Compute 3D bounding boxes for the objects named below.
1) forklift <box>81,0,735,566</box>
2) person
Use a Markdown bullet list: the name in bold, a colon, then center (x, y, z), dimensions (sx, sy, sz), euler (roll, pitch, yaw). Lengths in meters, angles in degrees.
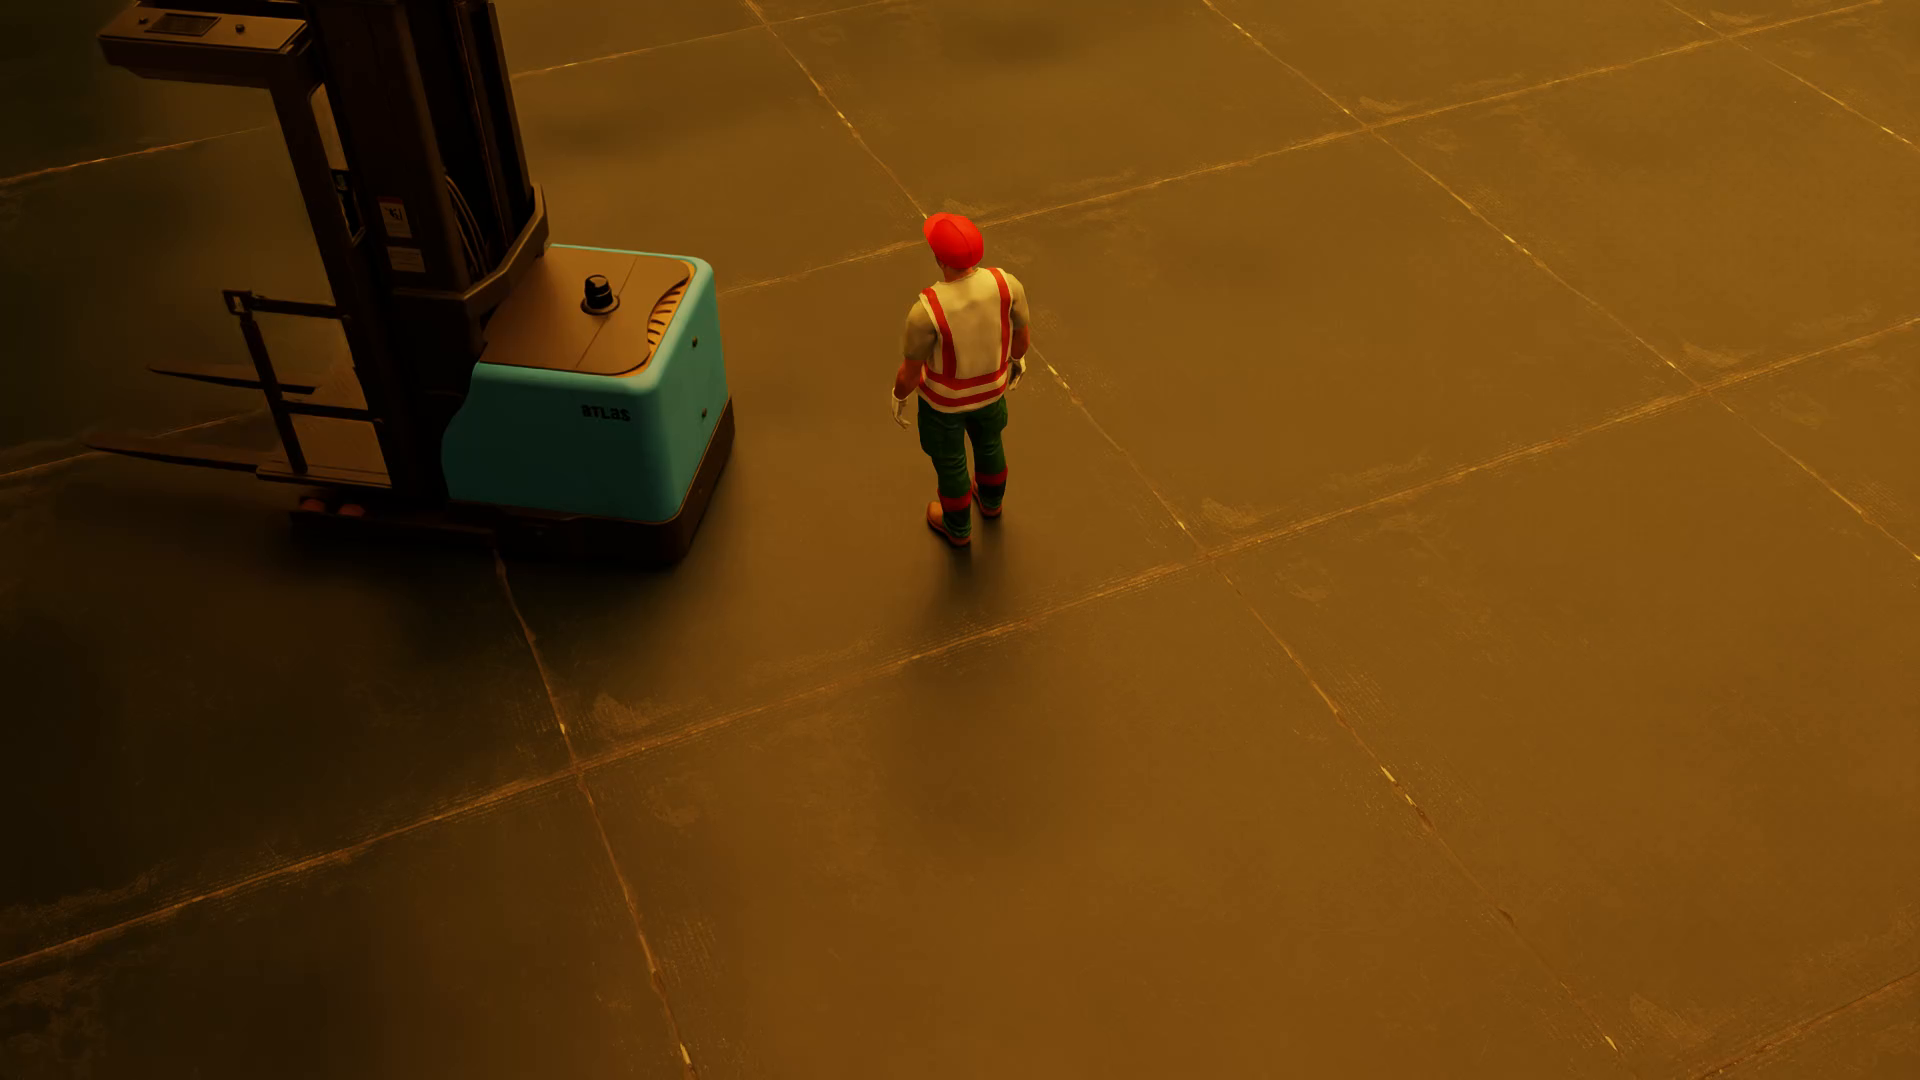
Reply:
- **forklift**: center (-2.685, -1.428, 7.210), dimensions (3.031, 2.935, 1.130), euler (7, 43, 7)
- **person**: center (-0.022, -0.713, 7.270), dimensions (0.638, 1.788, 0.563), euler (-18, 46, -18)
